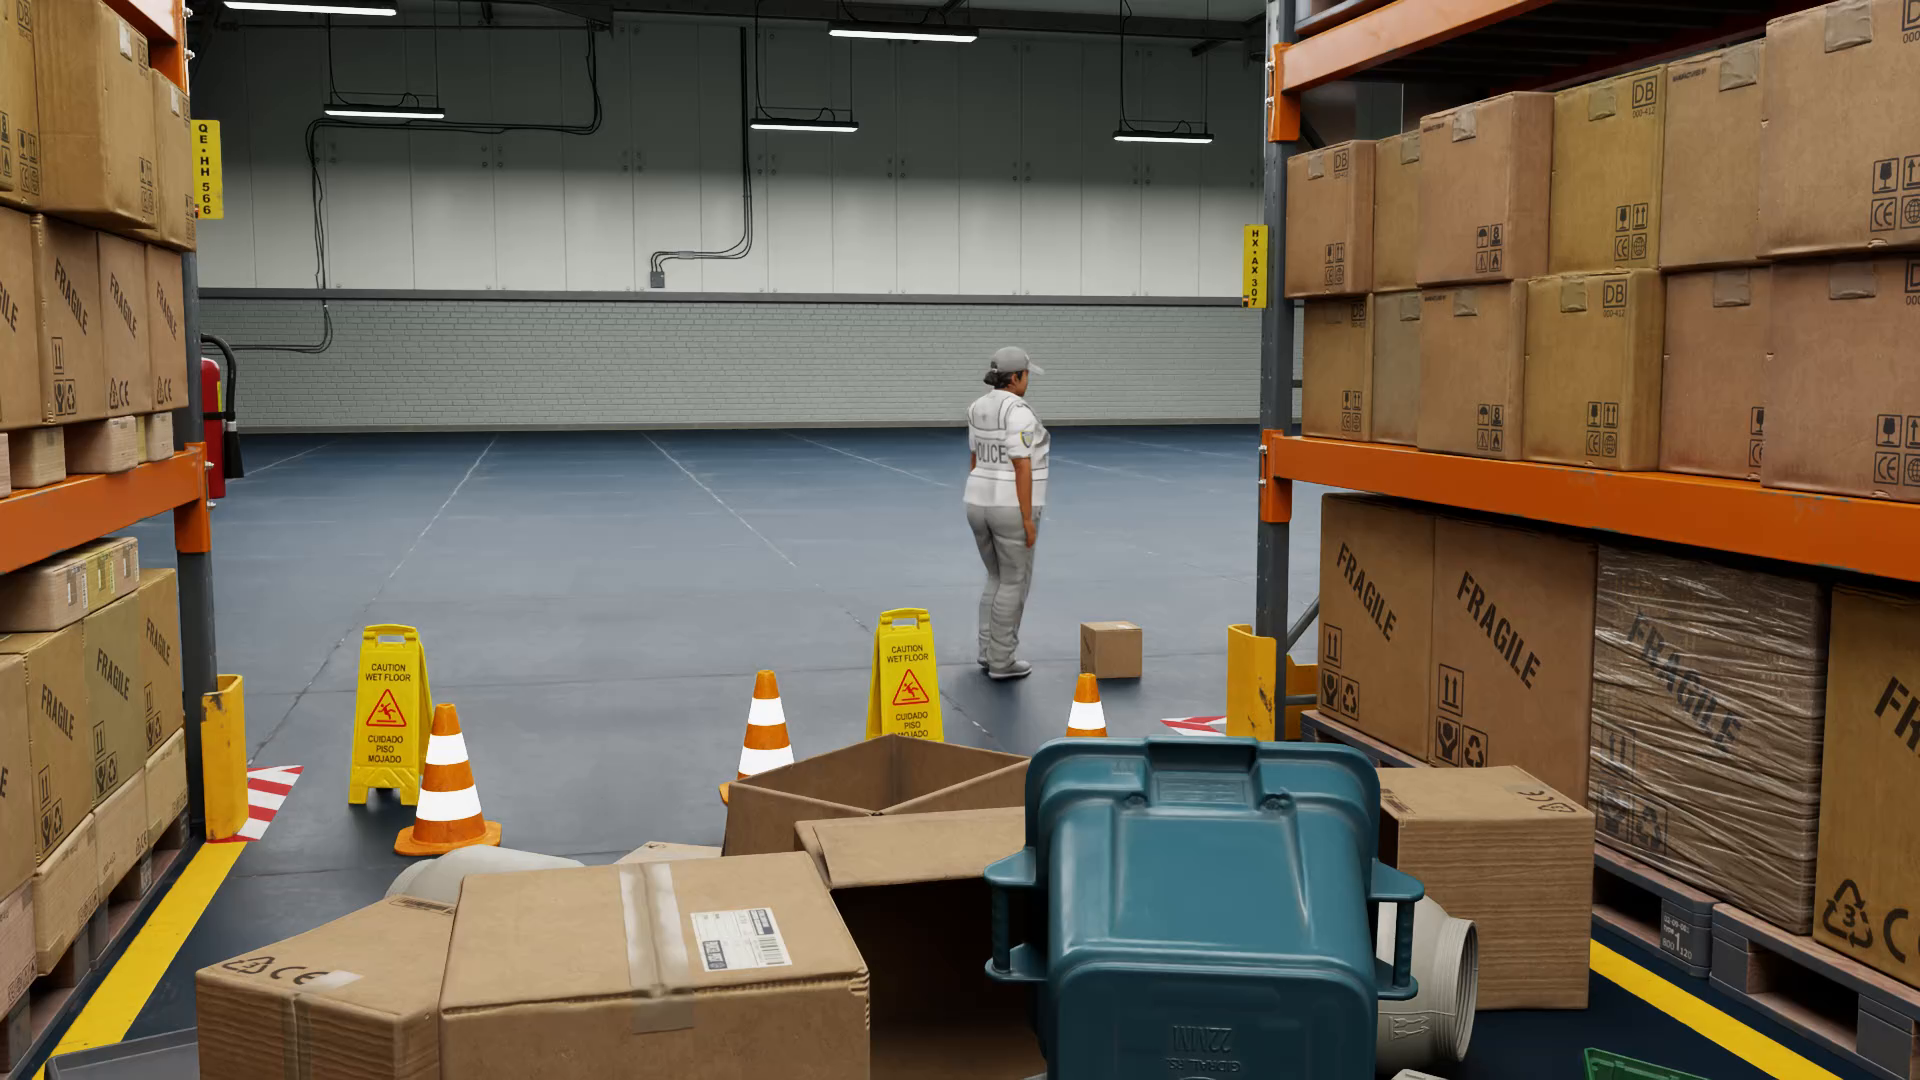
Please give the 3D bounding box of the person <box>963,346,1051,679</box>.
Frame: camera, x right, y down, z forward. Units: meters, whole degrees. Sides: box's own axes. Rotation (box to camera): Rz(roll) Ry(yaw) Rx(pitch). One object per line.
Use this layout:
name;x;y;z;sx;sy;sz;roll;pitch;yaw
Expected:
person;0.240;-0.115;8.406;0.423;1.716;0.554;-4;8;-35
